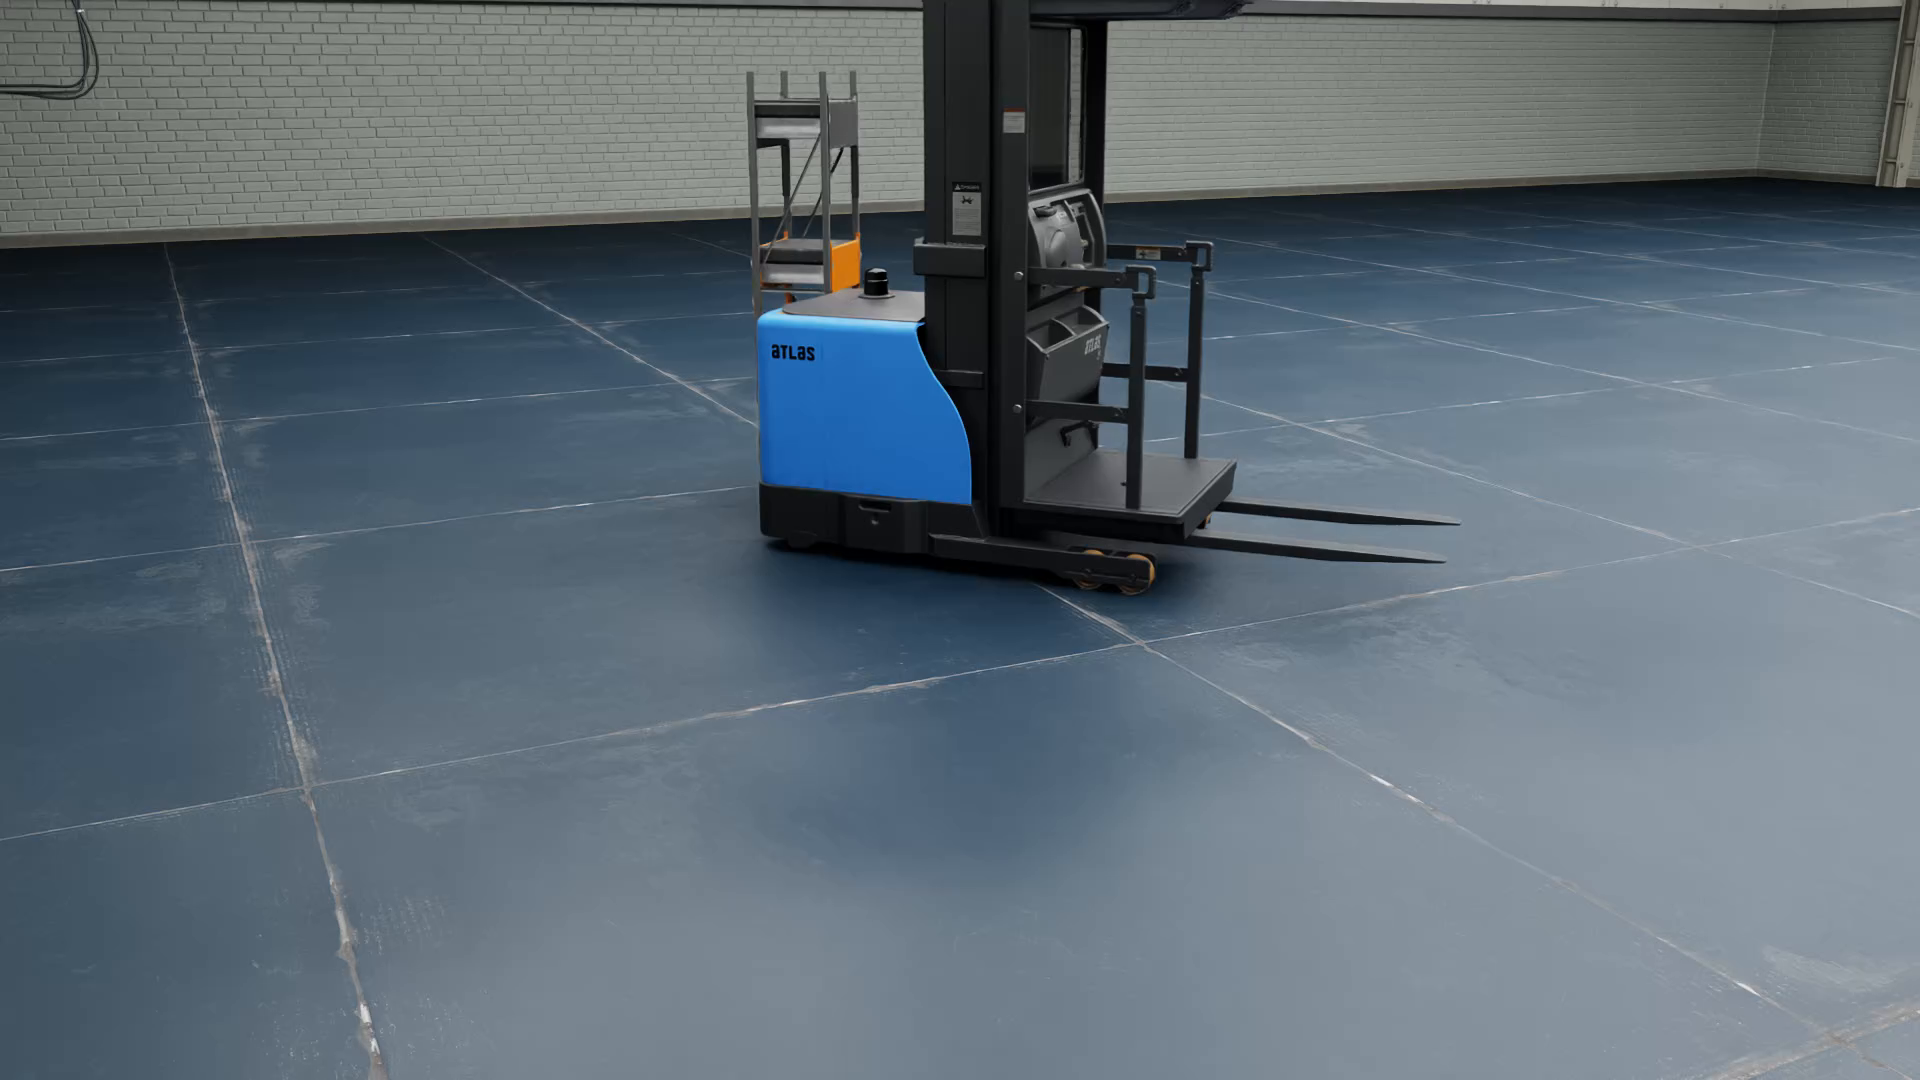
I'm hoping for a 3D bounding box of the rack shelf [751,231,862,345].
[{"bbox_3d":[-0.772,-1.280,8.453,0.431,0.518,0.480,4,16,13],"label":"rack shelf"}]

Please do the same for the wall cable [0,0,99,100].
[{"bbox_3d":[-11.661,-6.284,18.963,3.097,2.526,0.112,-8,18,-25],"label":"wall cable"}]

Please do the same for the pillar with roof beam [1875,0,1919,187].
[{"bbox_3d":[12.887,-10.172,26.884,9.100,9.000,0.400,-8,18,-25],"label":"pillar with roof beam"}]

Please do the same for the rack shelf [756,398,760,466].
[{"bbox_3d":[-0.772,-0.607,8.647,0.431,0.518,0.480,4,16,13],"label":"rack shelf"}]

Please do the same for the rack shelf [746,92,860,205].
[{"bbox_3d":[-0.772,-1.953,8.260,0.431,0.518,0.480,4,16,13],"label":"rack shelf"}]

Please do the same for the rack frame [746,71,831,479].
[{"bbox_3d":[-0.829,-1.228,8.222,0.400,2.100,0.015,4,16,13],"label":"rack frame"}]

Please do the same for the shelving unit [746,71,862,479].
[{"bbox_3d":[-0.772,-1.293,8.450,0.431,2.100,0.503,4,16,13],"label":"shelving unit"}]

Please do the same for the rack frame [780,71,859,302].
[{"bbox_3d":[-0.714,-1.358,8.678,0.400,2.100,0.015,4,16,13],"label":"rack frame"}]

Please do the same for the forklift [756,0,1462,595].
[{"bbox_3d":[0.653,-1.347,7.130,3.031,2.935,1.130,6,17,21],"label":"forklift"}]
